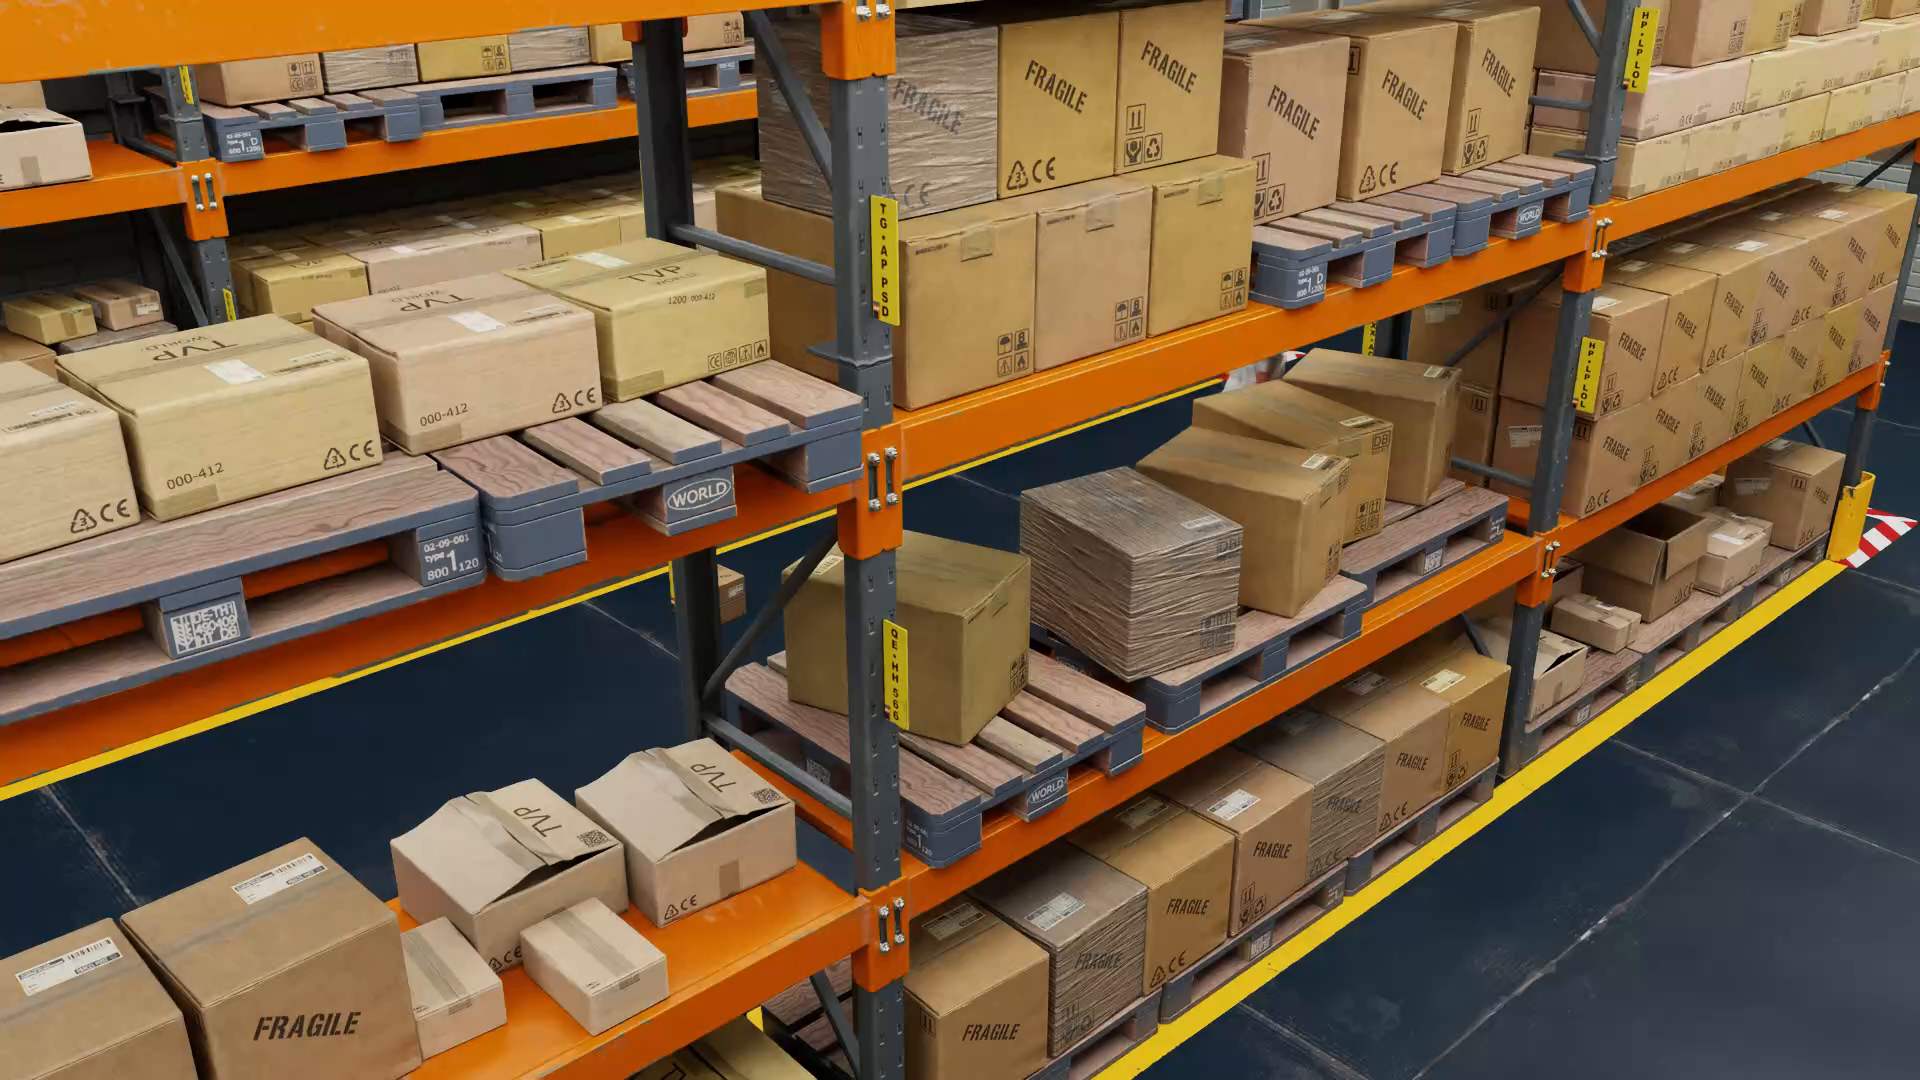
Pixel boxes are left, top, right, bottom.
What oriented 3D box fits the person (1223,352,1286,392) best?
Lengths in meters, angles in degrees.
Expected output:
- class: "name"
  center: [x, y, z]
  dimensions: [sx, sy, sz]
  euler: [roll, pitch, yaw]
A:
- class: "person"
  center: [1.866, -0.801, 10.331]
  dimensions: [0.459, 1.812, 0.530]
  euler: [-11, 26, -23]
